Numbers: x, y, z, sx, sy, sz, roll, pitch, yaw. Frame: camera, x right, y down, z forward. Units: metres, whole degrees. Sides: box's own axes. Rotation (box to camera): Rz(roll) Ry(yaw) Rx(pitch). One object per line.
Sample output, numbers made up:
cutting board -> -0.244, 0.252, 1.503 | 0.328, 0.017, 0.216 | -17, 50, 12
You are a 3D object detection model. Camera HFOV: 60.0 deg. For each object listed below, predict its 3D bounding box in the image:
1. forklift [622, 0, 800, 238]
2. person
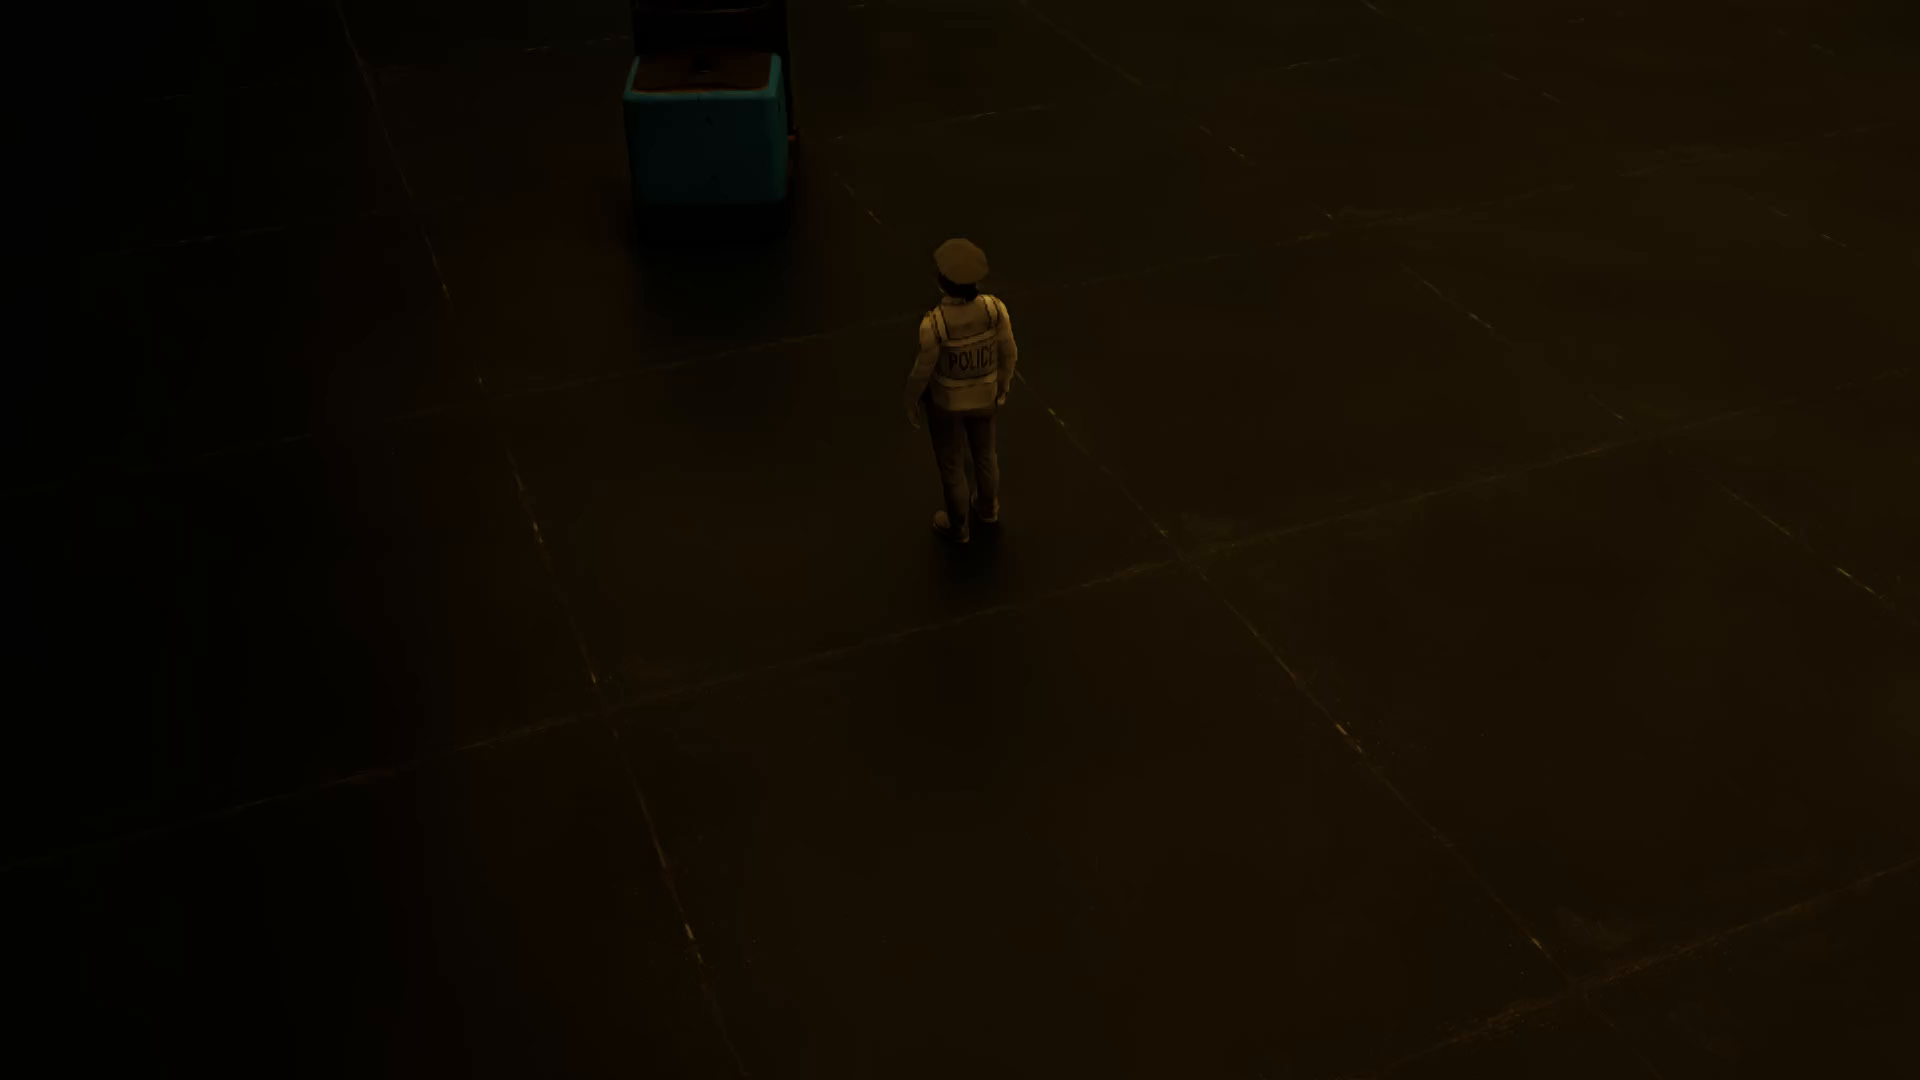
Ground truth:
forklift -> -1.792, -4.100, 11.864 | 1.130, 2.935, 3.031 | -2, 35, -2
person -> -0.020, -0.735, 8.185 | 0.586, 1.695, 0.533 | -14, 38, -19
